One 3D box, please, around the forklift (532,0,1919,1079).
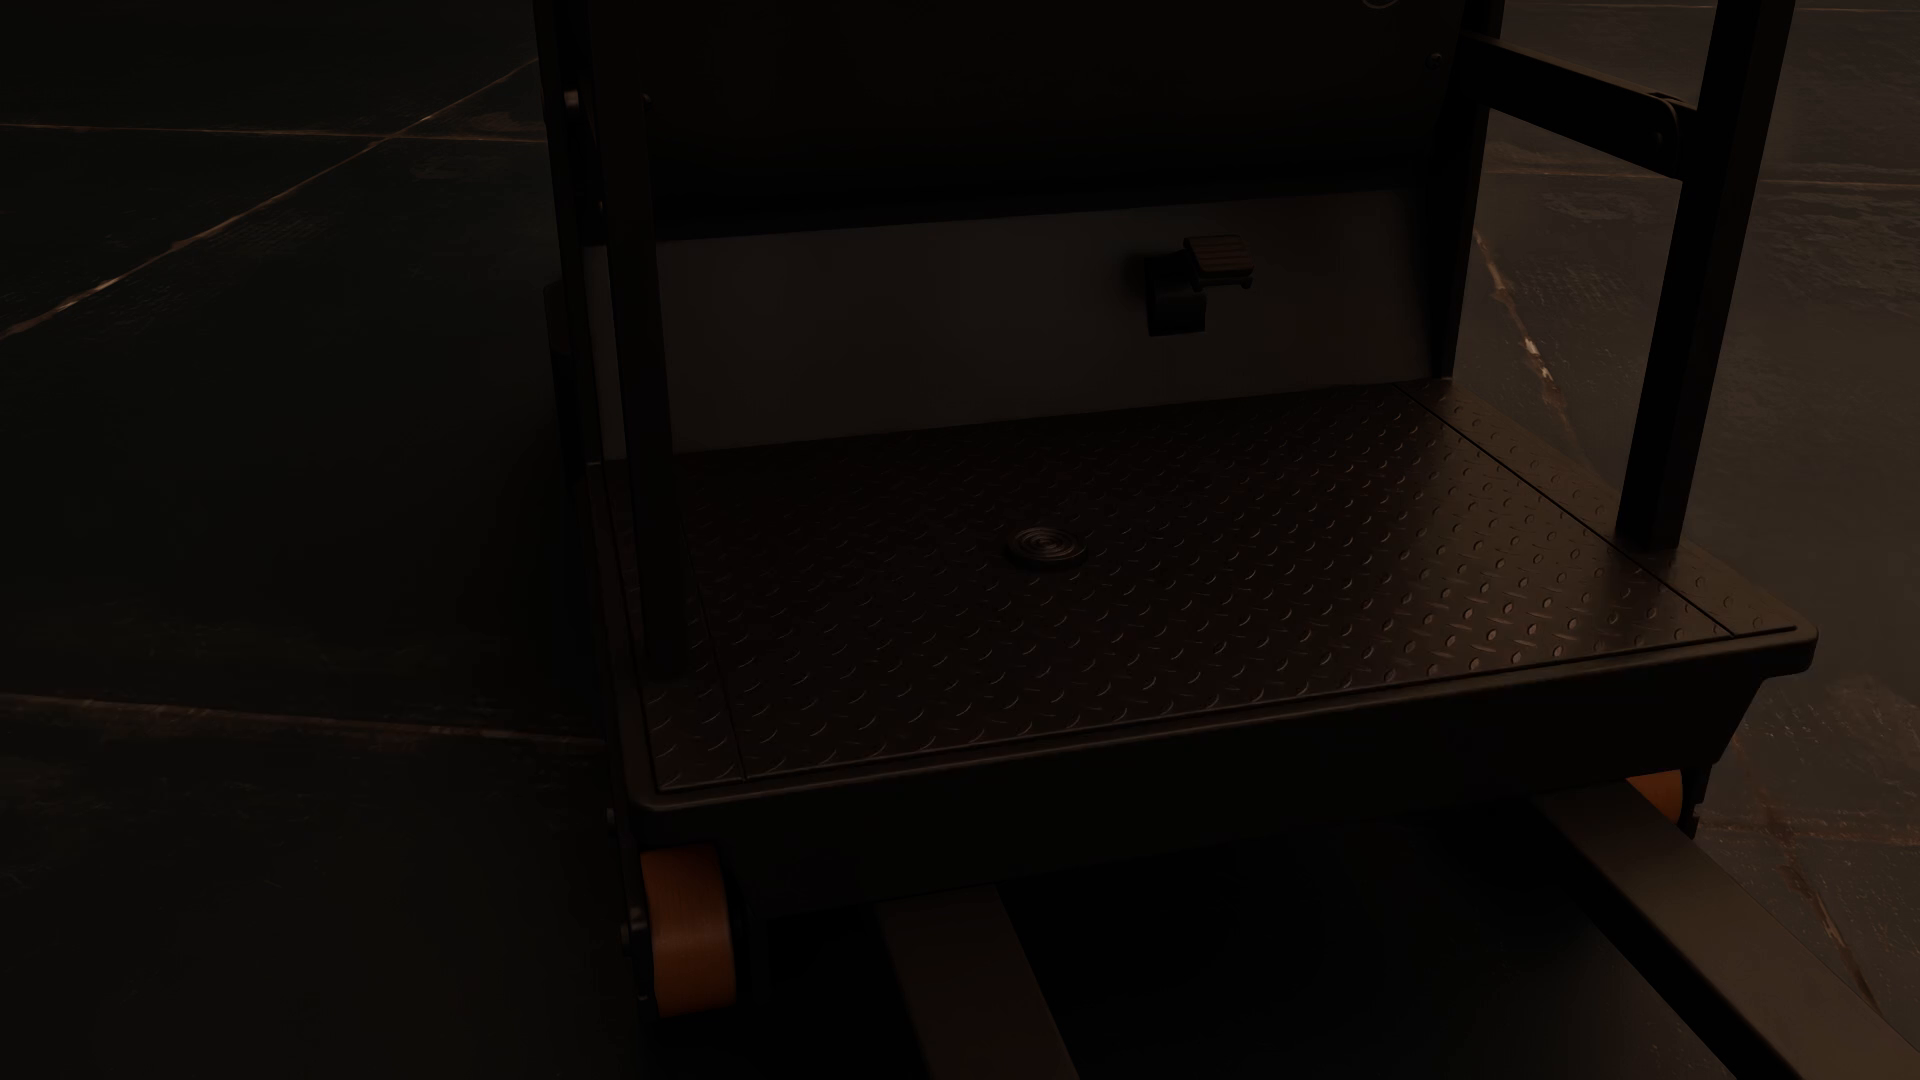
[{"bbox_3d":[0.153,-1.049,1.319,1.130,2.935,3.031,-7,27,-13],"label":"forklift"}]
